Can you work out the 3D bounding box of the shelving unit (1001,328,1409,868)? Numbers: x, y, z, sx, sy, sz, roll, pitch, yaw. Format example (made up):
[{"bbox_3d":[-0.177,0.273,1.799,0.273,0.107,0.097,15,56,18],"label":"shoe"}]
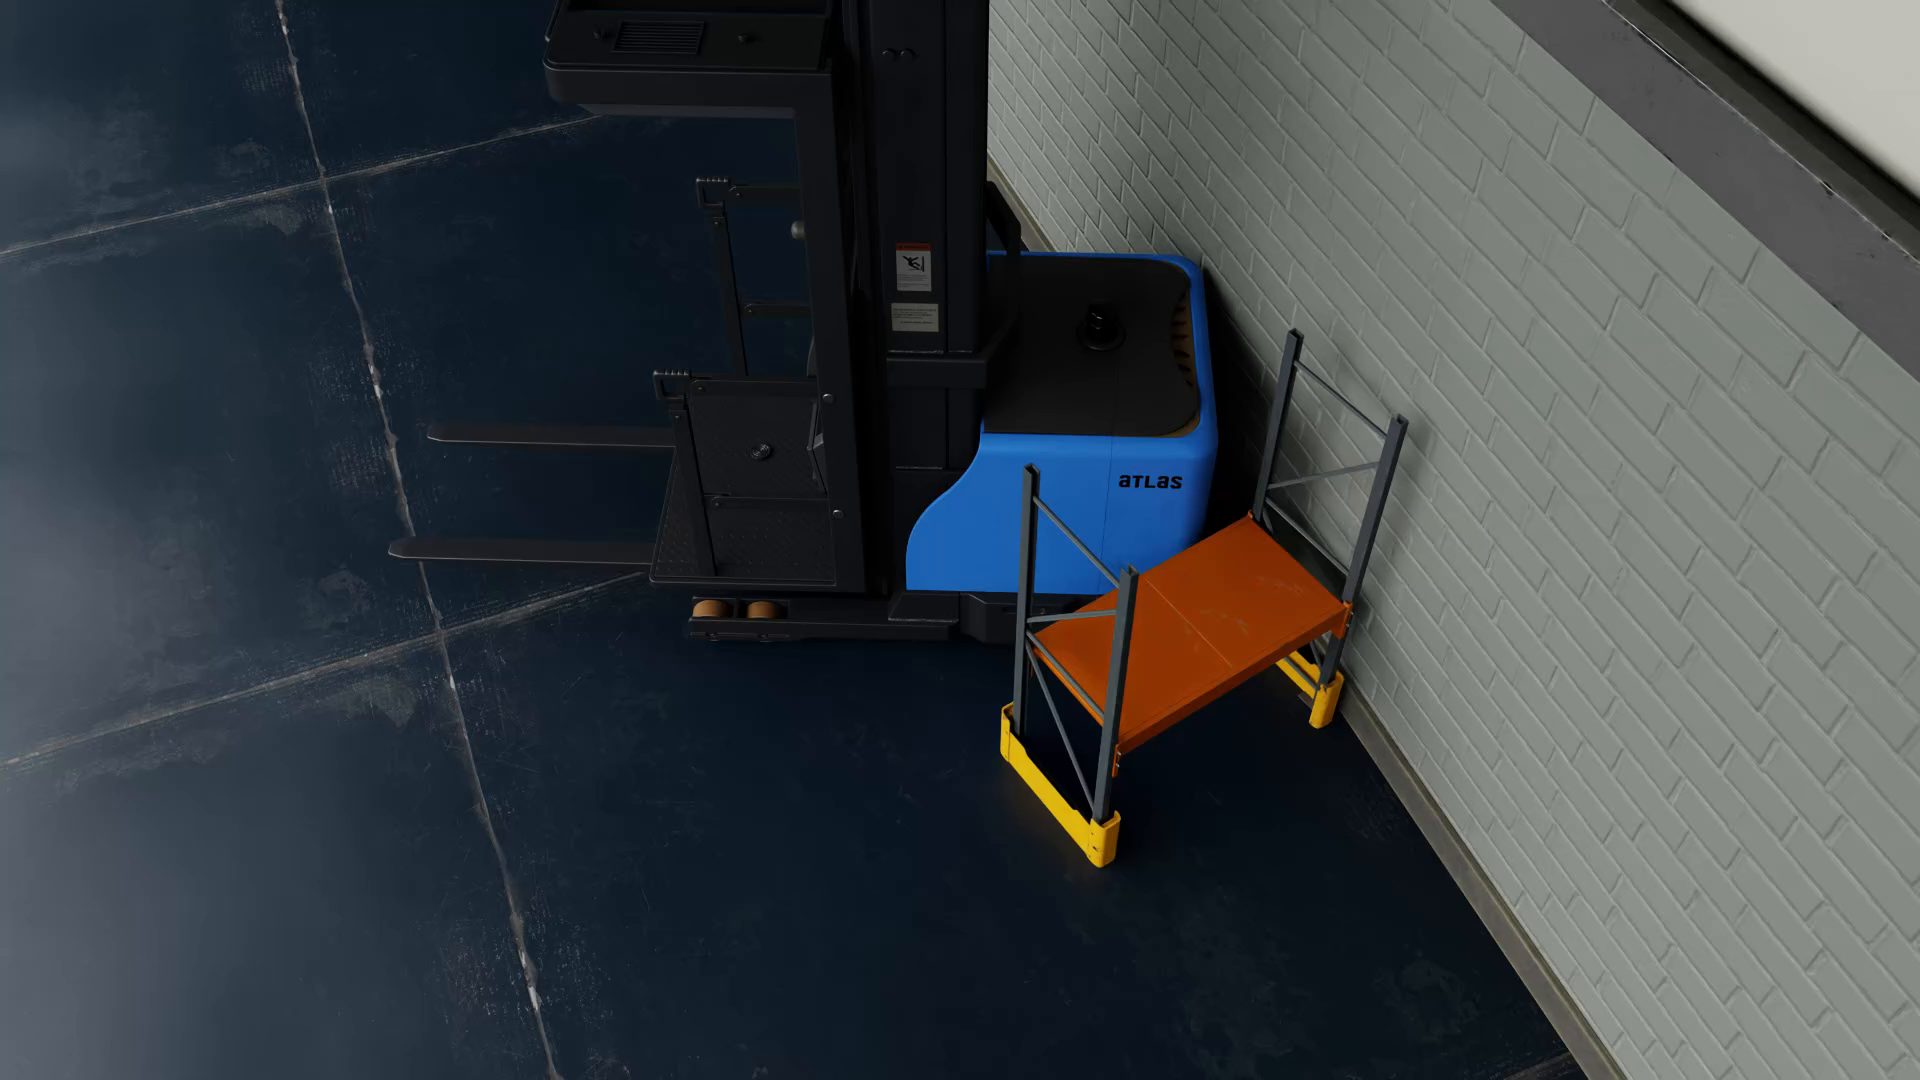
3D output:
[{"bbox_3d":[0.747,0.212,5.420,1.083,1.500,0.587,-28,55,-22],"label":"shelving unit"}]

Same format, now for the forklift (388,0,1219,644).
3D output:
[{"bbox_3d":[-0.629,-0.971,5.493,3.031,2.935,1.130,1,49,1],"label":"forklift"}]

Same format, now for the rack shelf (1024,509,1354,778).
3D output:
[{"bbox_3d":[0.755,0.326,5.560,1.000,0.185,0.538,-28,55,-22],"label":"rack shelf"}]

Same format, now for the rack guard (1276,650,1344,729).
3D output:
[{"bbox_3d":[1.157,0.405,6.078,0.087,0.250,0.587,-28,55,-22],"label":"rack guard"}]

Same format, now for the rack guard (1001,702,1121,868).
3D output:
[{"bbox_3d":[0.337,0.834,5.710,0.087,0.250,0.587,-28,55,-22],"label":"rack guard"}]

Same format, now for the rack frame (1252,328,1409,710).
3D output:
[{"bbox_3d":[1.173,-0.010,5.611,0.032,1.500,0.500,-28,55,-22],"label":"rack frame"}]

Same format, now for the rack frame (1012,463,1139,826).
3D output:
[{"bbox_3d":[0.336,0.427,5.235,0.032,1.500,0.500,-28,55,-22],"label":"rack frame"}]
